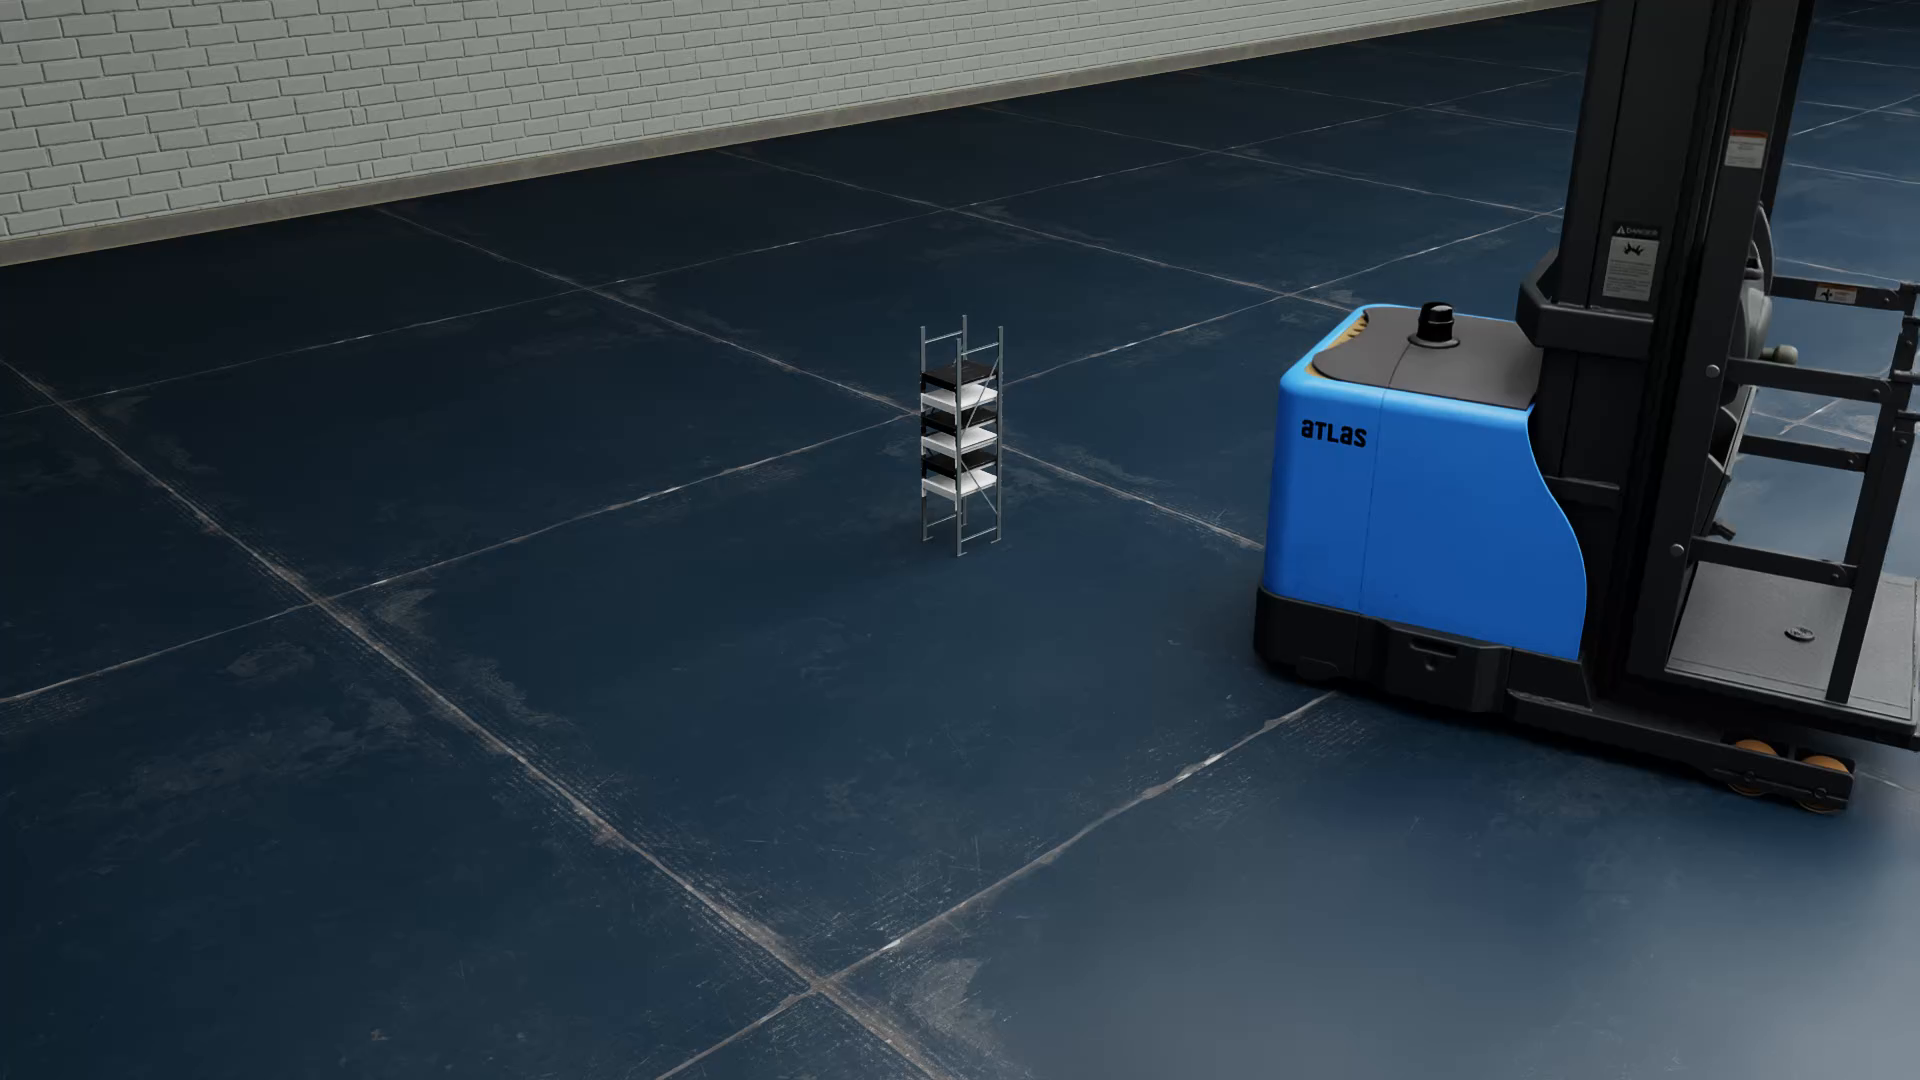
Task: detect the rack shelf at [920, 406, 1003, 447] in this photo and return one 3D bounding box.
[{"bbox_3d":[0.006,-0.458,6.534,0.258,0.077,0.200,-21,32,-38],"label":"rack shelf"}]

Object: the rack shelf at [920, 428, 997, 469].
[{"bbox_3d":[0.006,-0.377,6.572,0.258,0.077,0.200,-21,32,-38],"label":"rack shelf"}]

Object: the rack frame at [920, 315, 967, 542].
[{"bbox_3d":[-0.064,-0.438,6.625,0.240,0.900,0.006,-21,32,-38],"label":"rack frame"}]

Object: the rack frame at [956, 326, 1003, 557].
[{"bbox_3d":[0.075,-0.376,6.490,0.240,0.900,0.006,-21,32,-38],"label":"rack frame"}]

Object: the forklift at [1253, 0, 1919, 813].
[{"bbox_3d":[2.560,-0.771,4.908,3.031,2.935,1.130,13,27,26],"label":"forklift"}]

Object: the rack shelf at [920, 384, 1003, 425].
[{"bbox_3d":[0.006,-0.540,6.497,0.258,0.077,0.200,-21,32,-38],"label":"rack shelf"}]

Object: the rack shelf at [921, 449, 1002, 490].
[{"bbox_3d":[0.006,-0.295,6.609,0.258,0.077,0.200,-21,32,-38],"label":"rack shelf"}]

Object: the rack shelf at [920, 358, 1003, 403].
[{"bbox_3d":[0.006,-0.622,6.460,0.258,0.077,0.200,-21,32,-38],"label":"rack shelf"}]

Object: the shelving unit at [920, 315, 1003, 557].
[{"bbox_3d":[0.006,-0.407,6.558,0.258,0.900,0.210,-21,32,-38],"label":"shelving unit"}]

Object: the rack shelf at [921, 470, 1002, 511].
[{"bbox_3d":[0.006,-0.213,6.646,0.258,0.077,0.200,-21,32,-38],"label":"rack shelf"}]
